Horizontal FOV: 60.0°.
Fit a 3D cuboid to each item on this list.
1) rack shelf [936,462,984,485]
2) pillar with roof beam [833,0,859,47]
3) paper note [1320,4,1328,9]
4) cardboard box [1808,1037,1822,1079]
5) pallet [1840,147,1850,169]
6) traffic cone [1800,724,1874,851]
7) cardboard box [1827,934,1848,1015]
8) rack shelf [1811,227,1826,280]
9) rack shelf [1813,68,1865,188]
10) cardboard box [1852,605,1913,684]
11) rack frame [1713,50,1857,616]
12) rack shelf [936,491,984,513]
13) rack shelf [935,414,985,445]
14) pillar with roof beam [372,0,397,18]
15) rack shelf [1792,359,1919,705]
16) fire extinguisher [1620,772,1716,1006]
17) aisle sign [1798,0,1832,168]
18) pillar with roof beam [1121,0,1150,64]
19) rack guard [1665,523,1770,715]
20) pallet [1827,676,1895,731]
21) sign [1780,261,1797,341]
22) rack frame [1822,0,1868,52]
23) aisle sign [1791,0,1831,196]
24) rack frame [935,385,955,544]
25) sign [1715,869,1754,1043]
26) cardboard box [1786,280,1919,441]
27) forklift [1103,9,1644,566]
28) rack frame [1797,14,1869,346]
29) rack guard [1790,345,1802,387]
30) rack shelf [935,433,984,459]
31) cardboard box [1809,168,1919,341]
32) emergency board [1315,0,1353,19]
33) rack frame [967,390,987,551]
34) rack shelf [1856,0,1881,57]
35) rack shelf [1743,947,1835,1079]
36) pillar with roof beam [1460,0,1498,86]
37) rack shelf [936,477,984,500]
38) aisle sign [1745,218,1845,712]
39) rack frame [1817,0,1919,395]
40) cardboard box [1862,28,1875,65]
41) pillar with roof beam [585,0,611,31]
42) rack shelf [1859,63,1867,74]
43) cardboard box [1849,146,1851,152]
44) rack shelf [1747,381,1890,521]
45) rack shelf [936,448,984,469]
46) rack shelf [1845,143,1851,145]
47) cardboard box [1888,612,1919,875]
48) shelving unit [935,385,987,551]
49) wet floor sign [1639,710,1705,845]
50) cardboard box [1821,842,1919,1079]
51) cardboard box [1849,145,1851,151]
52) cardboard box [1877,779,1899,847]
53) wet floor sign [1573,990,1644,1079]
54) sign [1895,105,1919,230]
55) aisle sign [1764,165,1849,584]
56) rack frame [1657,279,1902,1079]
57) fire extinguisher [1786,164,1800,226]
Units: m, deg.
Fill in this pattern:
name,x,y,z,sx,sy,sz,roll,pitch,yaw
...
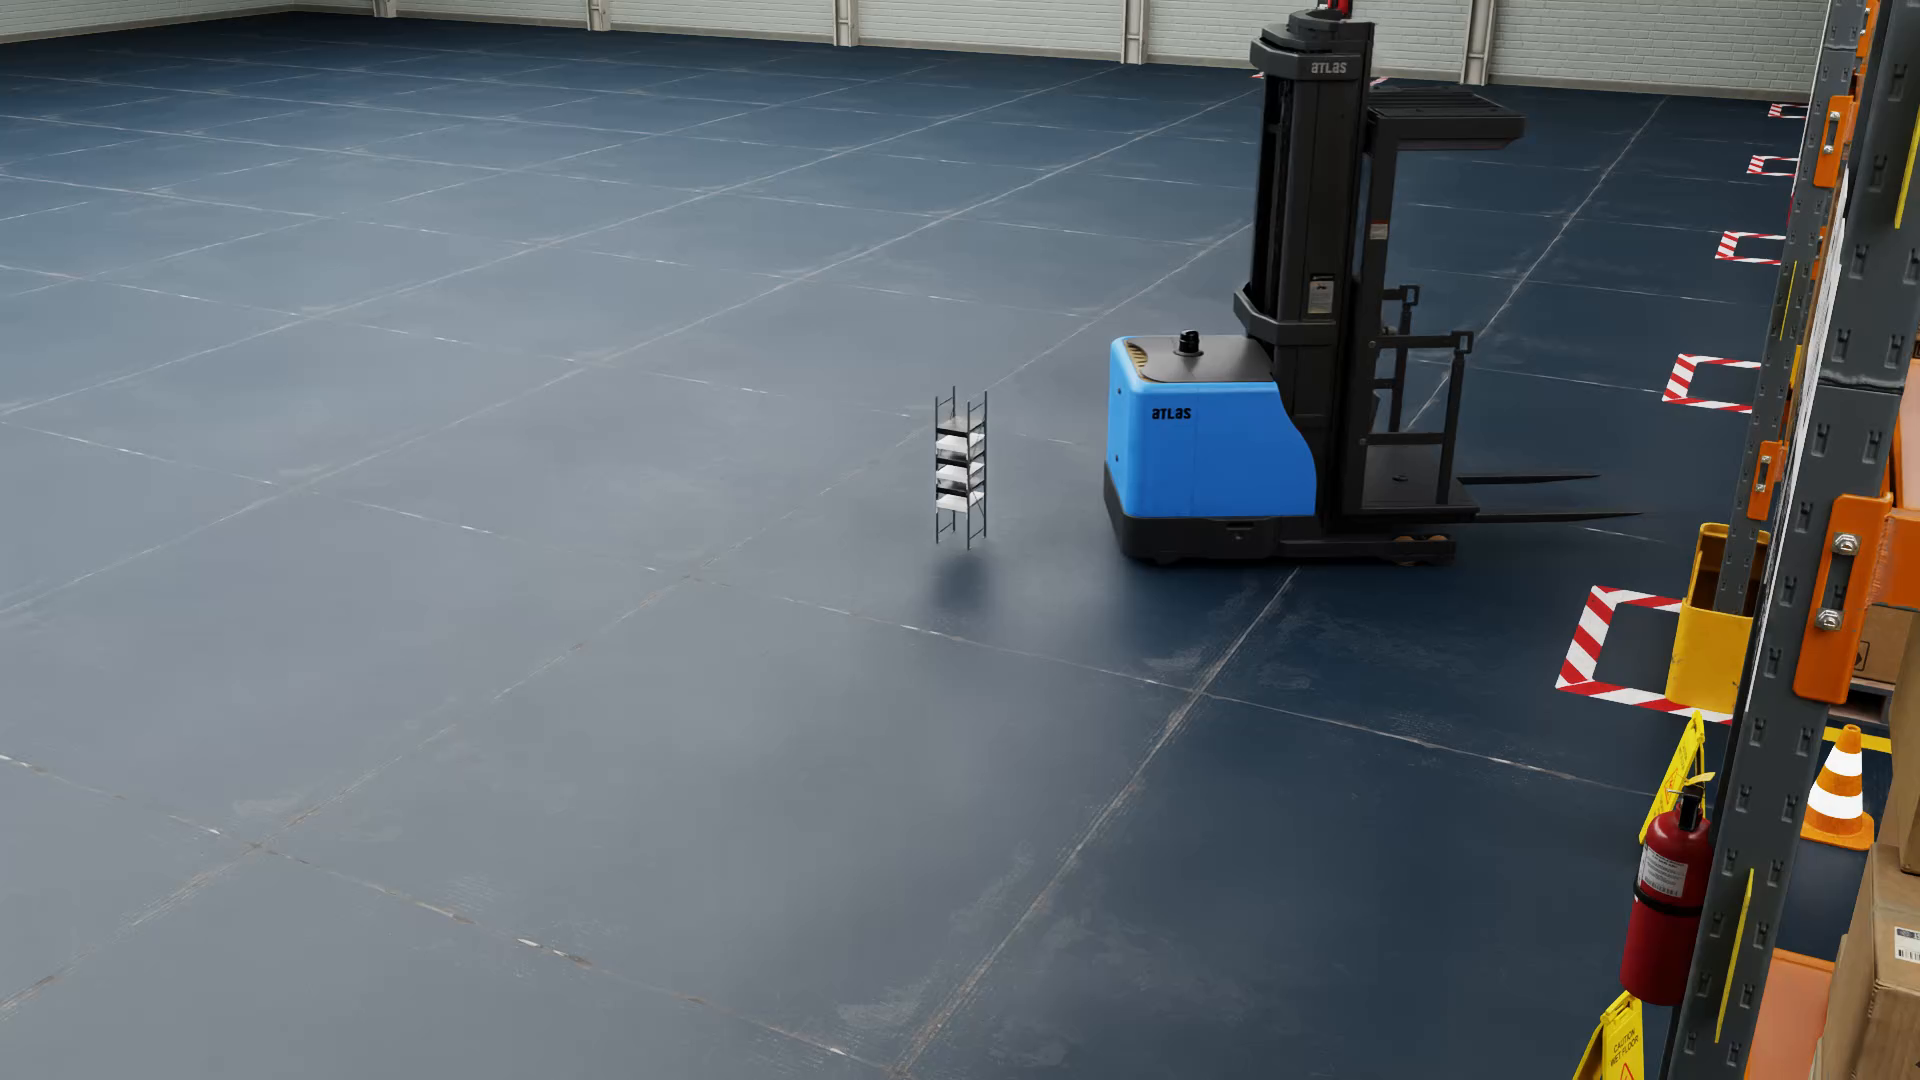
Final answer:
name,x,y,z,sx,sy,sz,roll,pitch,yaw
rack shelf,0.007,-0.382,9.584,0.200,0.077,0.258,11,25,25
pillar with roof beam,-4.160,-12.298,27.170,0.400,9.000,9.100,11,25,25
paper note,6.177,-9.022,28.257,0.142,0.148,0.016,11,25,25
cardboard box,1.865,1.215,3.382,0.250,0.149,0.380,11,26,25
pallet,11.301,-4.550,20.179,1.213,0.211,1.003,11,25,25
traffic cone,3.632,0.977,6.861,0.334,0.463,0.336,11,25,25
cardboard box,2.085,1.074,3.714,0.250,0.149,0.380,12,26,26
rack shelf,7.911,-1.810,11.093,4.000,0.370,1.077,11,25,25
rack shelf,5.583,-1.476,6.475,4.000,0.370,1.077,11,25,25
cardboard box,4.433,0.101,7.858,0.875,0.875,0.875,11,26,25
rack frame,3.798,-0.780,7.751,0.127,3.000,1.000,11,25,25
rack shelf,0.007,-0.216,9.654,0.200,0.077,0.258,11,25,25
rack shelf,0.007,-0.630,9.478,0.200,0.077,0.258,11,25,25
pillar with roof beam,-14.869,-14.417,32.153,0.400,9.000,9.100,11,25,25
rack shelf,3.440,0.271,2.367,4.000,0.370,1.077,11,25,25
fire extinguisher,1.761,0.821,4.085,0.183,0.674,0.296,11,25,25
aisle sign,3.870,-2.094,7.518,0.004,0.787,0.394,11,25,25
pillar with roof beam,1.195,-11.239,24.679,0.400,9.000,9.100,11,25,25
rack guard,3.777,0.366,8.250,0.348,0.500,1.175,11,25,25
pallet,4.547,0.617,8.029,1.213,0.211,1.003,11,25,25
sign,3.543,-1.022,7.113,0.005,0.325,0.100,11,25,25
rack frame,3.798,-3.541,6.577,0.127,3.000,1.000,11,25,25
aisle sign,3.600,-1.884,7.026,0.004,0.787,0.394,11,25,25
rack frame,-0.083,-0.431,9.613,0.006,0.900,0.240,11,25,25
sign,1.410,0.758,3.029,0.005,0.325,0.100,11,25,25
cardboard box,4.150,-0.799,7.605,0.550,0.550,0.875,11,25,25
forklift,2.409,-1.409,9.317,3.031,2.935,1.130,-1,23,-2
rack frame,6.126,-2.494,11.783,0.127,3.000,1.000,11,25,25
rack guard,6.194,-1.331,12.240,0.348,0.500,1.175,11,25,25
rack shelf,0.007,-0.548,9.513,0.200,0.077,0.258,11,25,25
cardboard box,4.112,-1.267,7.325,0.550,0.550,0.875,11,25,25
emergency board,6.304,-9.372,27.955,0.643,1.169,0.194,11,25,25
rack frame,0.098,-0.395,9.528,0.006,0.900,0.240,11,25,25
rack shelf,7.911,-3.191,10.506,4.000,0.370,1.077,11,25,25
rack shelf,3.440,1.651,2.954,4.000,0.370,1.077,11,25,25
pillar with roof beam,6.549,-10.179,22.188,0.400,9.000,9.100,11,25,25
rack shelf,0.007,-0.299,9.619,0.200,0.077,0.258,11,25,25
aisle sign,1.460,-0.132,2.906,0.004,0.787,0.394,11,25,25
rack frame,1.655,-1.794,2.470,0.127,3.000,1.000,11,25,25
cardboard box,11.010,-5.913,19.693,0.500,0.500,0.700,11,25,25
pillar with roof beam,-9.514,-13.358,29.662,0.400,9.000,9.100,11,25,25
rack shelf,12.384,-5.269,19.227,4.000,0.370,1.077,11,25,25
cardboard box,10.978,-4.709,19.967,0.500,0.250,0.500,11,25,25
rack shelf,5.583,-0.096,7.062,4.000,0.370,1.077,11,25,25
rack shelf,0.007,-0.465,9.548,0.200,0.077,0.258,11,25,25
rack shelf,10.146,-3.540,15.161,4.000,0.370,1.077,11,25,25
cardboard box,2.209,0.338,3.338,0.500,0.500,0.700,11,25,23
shelving unit,0.007,-0.413,9.571,0.210,0.900,0.258,11,25,25
wet floor sign,2.879,0.990,6.598,0.232,0.644,0.267,7,24,15
cardboard box,1.953,0.964,3.142,0.500,0.500,0.500,11,25,24
cardboard box,11.211,-4.890,20.392,0.500,0.250,0.500,11,25,25
cardboard box,2.264,0.783,3.567,0.500,0.500,0.500,11,25,24
wet floor sign,1.968,1.643,5.062,0.267,0.644,0.232,-20,30,-39
sign,1.410,-0.626,2.440,0.005,0.325,0.100,11,25,25
aisle sign,1.731,-0.342,3.399,0.004,0.787,0.394,11,25,25
rack frame,1.655,0.967,3.644,0.127,3.000,1.000,11,25,25
fire extinguisher,6.232,-2.640,12.224,0.183,0.674,0.296,11,25,25
